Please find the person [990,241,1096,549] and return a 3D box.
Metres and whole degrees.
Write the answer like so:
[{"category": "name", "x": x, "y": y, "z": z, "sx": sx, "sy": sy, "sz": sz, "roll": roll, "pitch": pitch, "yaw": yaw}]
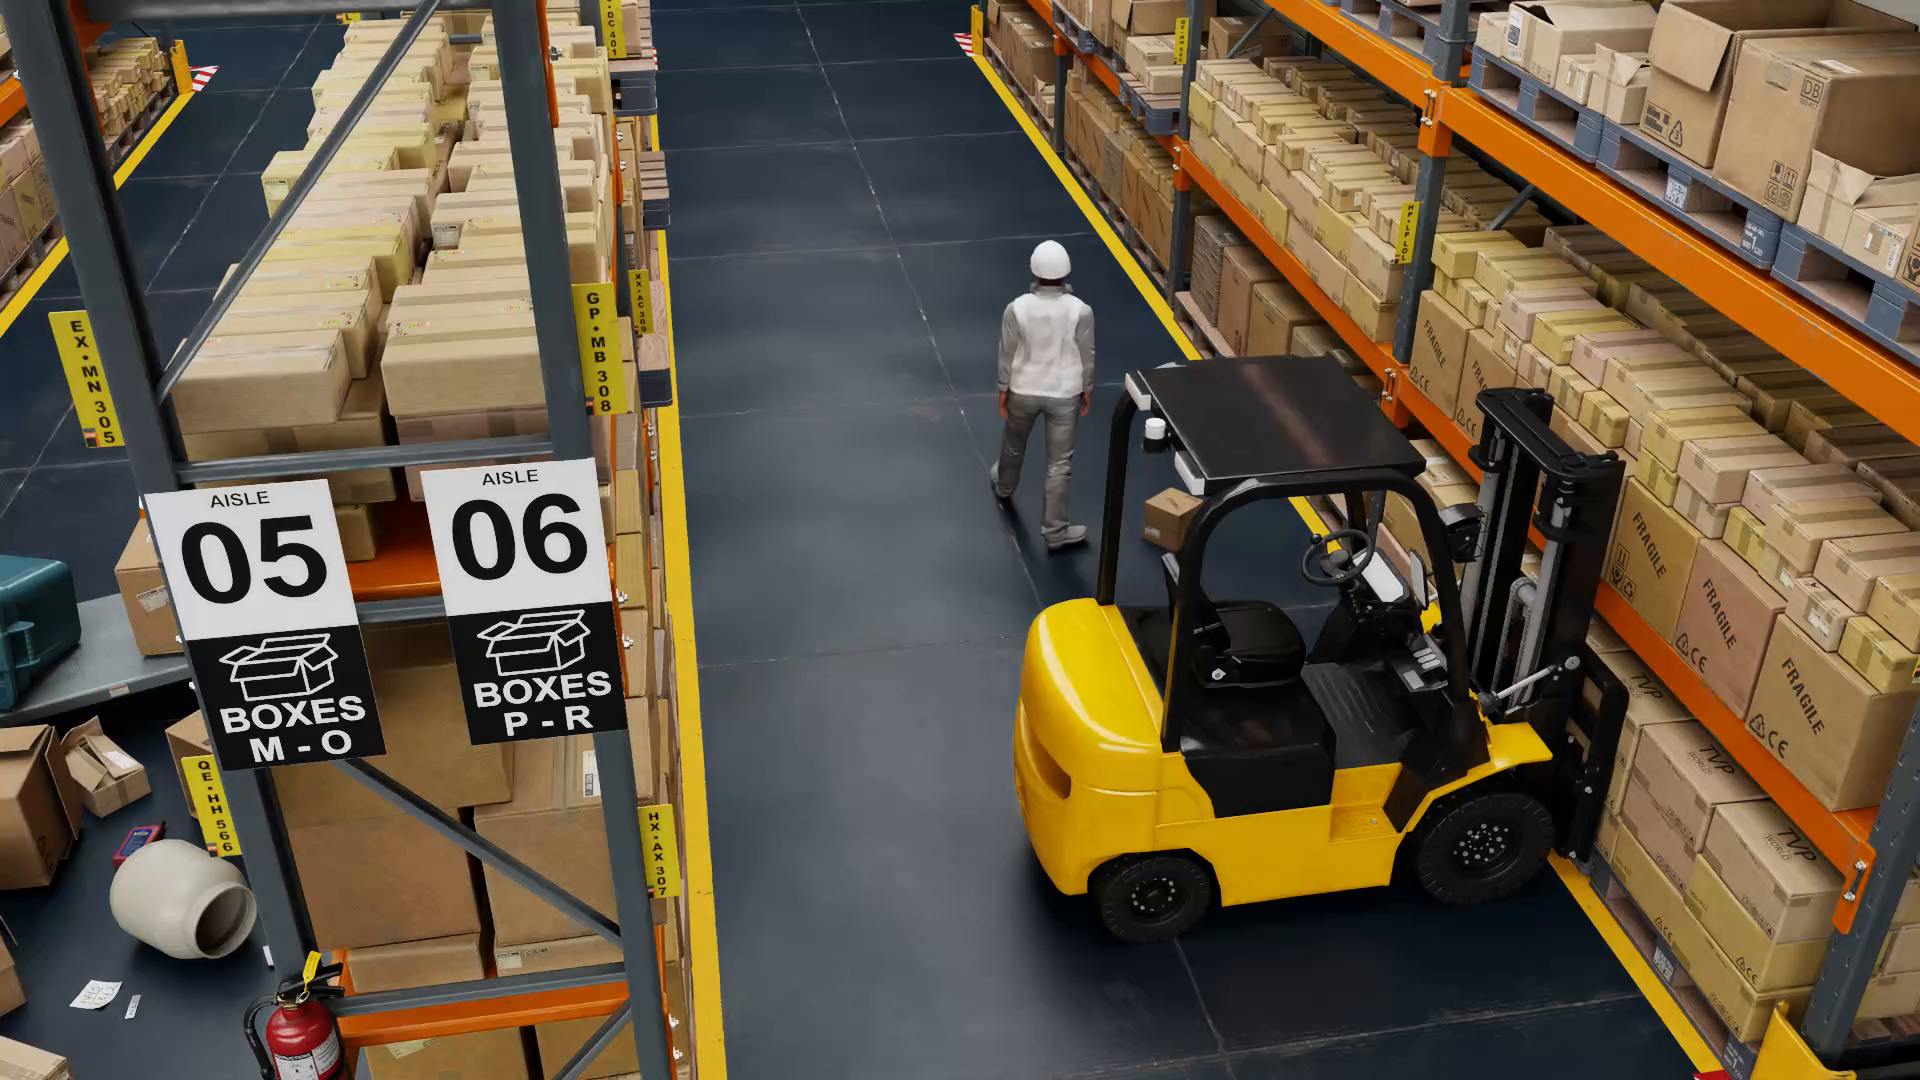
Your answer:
[{"category": "person", "x": 0.460, "y": -0.906, "z": 9.633, "sx": 0.679, "sy": 1.736, "sz": 0.841, "roll": 5, "pitch": 31, "yaw": 9}]
